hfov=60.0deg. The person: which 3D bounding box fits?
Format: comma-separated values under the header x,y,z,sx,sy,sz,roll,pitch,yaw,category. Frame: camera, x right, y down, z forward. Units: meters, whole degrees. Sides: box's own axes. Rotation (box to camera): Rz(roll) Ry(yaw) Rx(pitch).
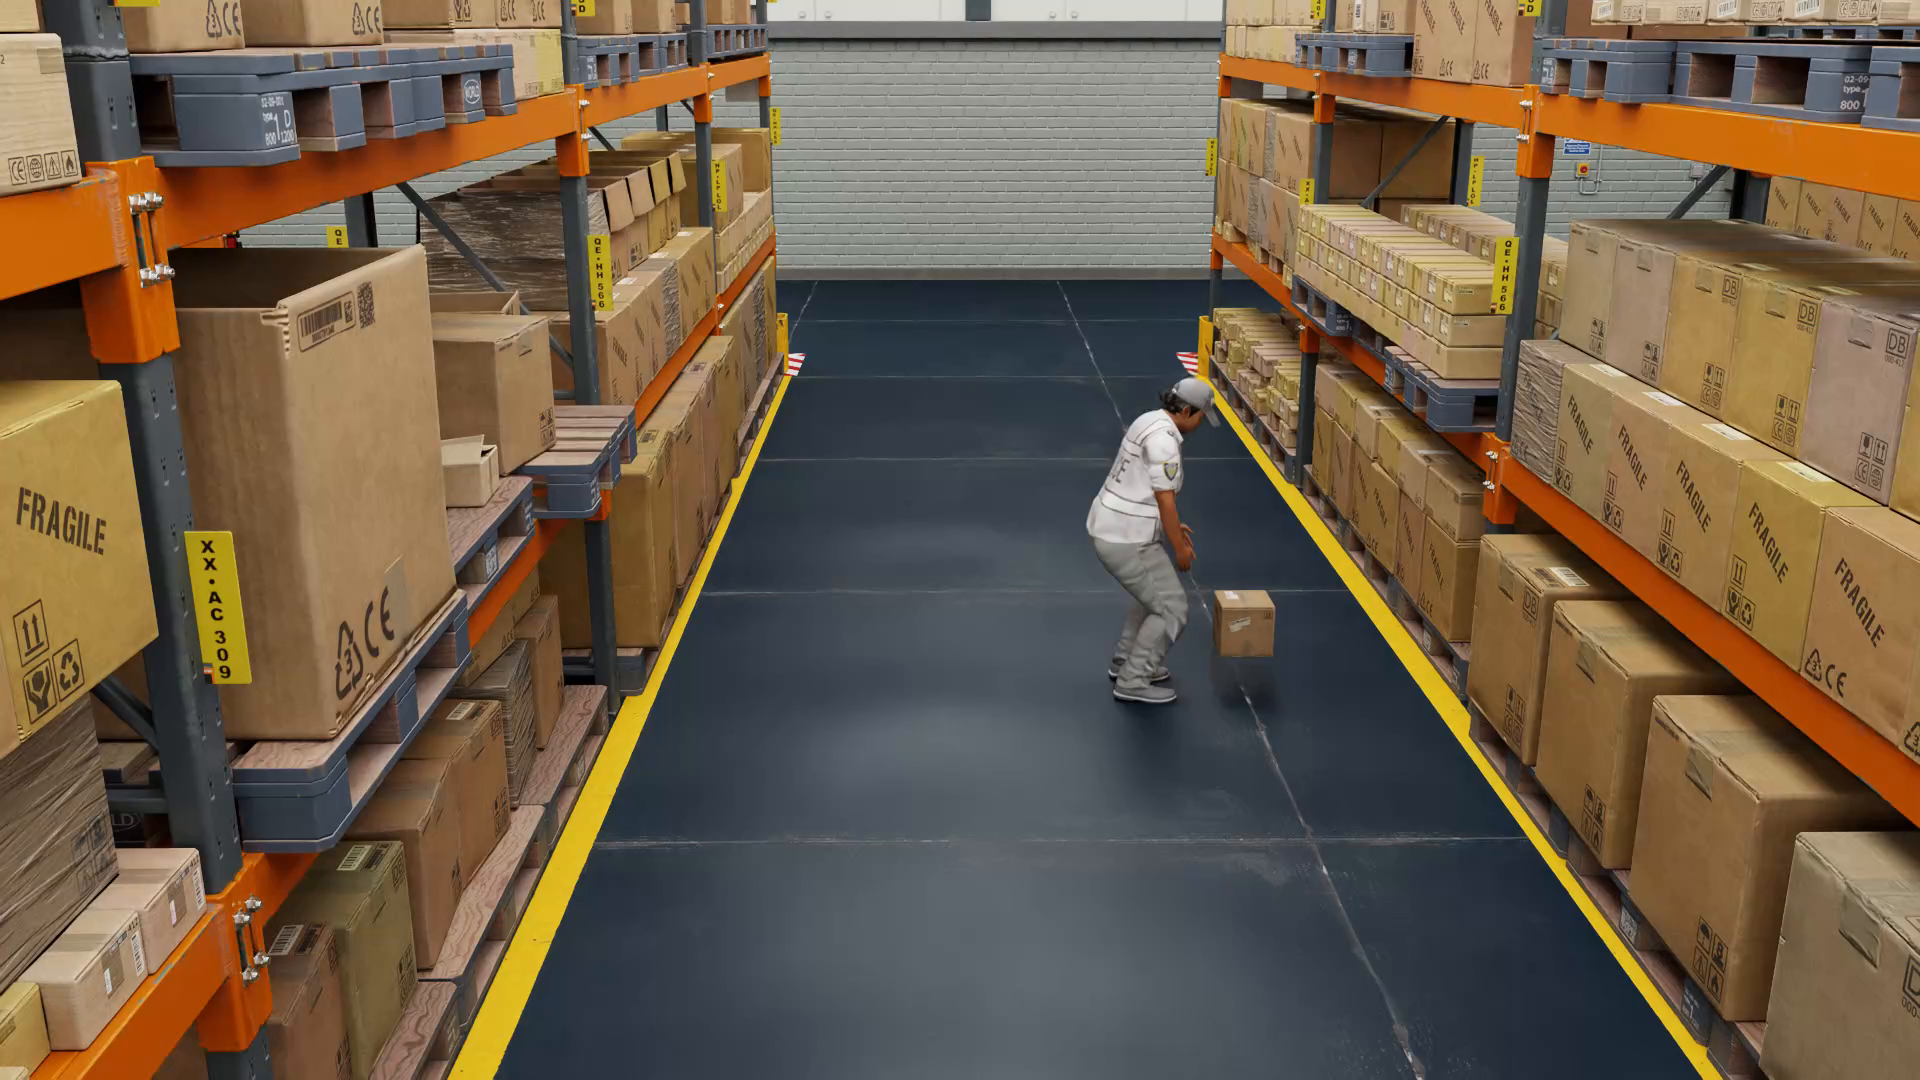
x,y,z,sx,sy,sz,roll,pitch,yaw,category
0.902,-0.014,7.852,0.611,1.523,0.522,0,17,0,person
